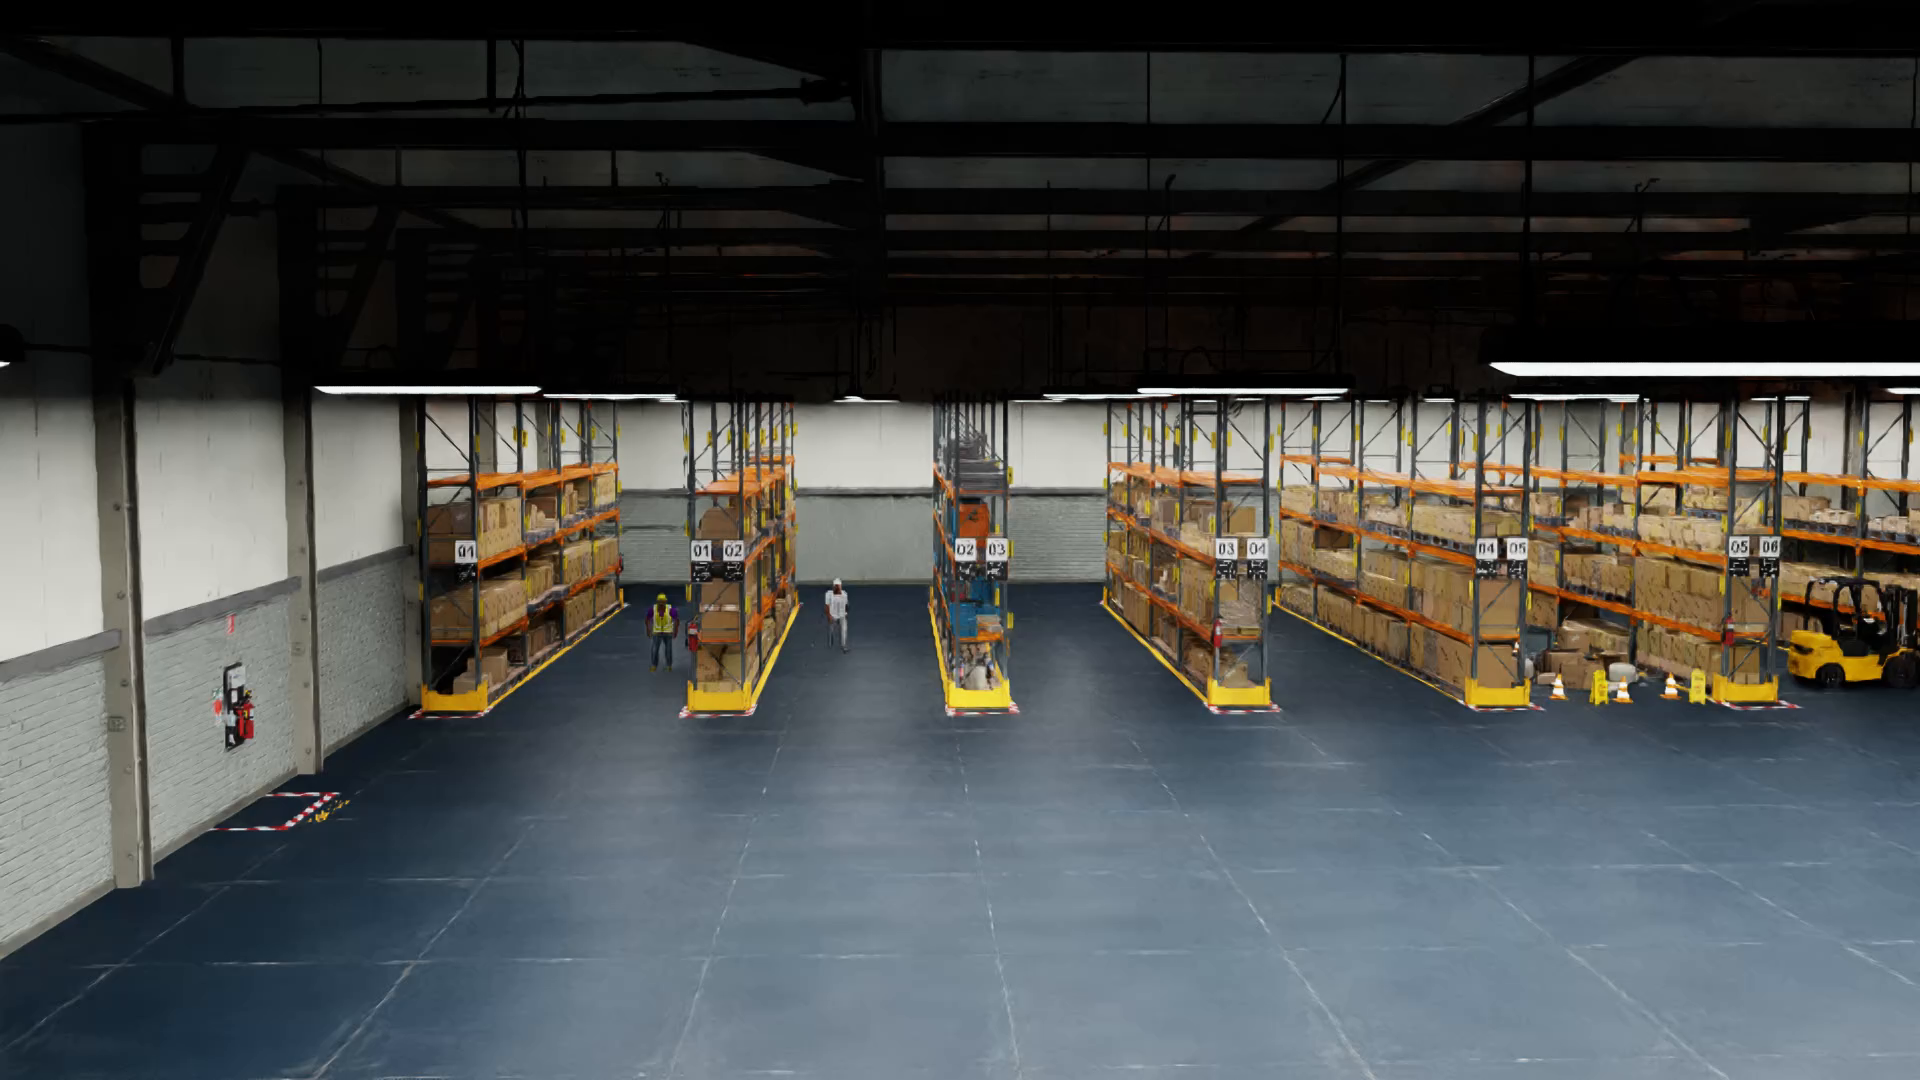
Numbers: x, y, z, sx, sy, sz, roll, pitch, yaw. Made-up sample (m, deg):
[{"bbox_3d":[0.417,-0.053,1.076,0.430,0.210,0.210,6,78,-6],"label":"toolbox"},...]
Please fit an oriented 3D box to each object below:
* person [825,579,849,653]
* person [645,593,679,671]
[{"bbox_3d":[-2.837,1.737,38.329,0.569,1.709,1.035,-1,5,-11],"label":"person"},{"bbox_3d":[-6.374,1.974,35.587,0.719,1.714,0.575,0,5,-4],"label":"person"}]
